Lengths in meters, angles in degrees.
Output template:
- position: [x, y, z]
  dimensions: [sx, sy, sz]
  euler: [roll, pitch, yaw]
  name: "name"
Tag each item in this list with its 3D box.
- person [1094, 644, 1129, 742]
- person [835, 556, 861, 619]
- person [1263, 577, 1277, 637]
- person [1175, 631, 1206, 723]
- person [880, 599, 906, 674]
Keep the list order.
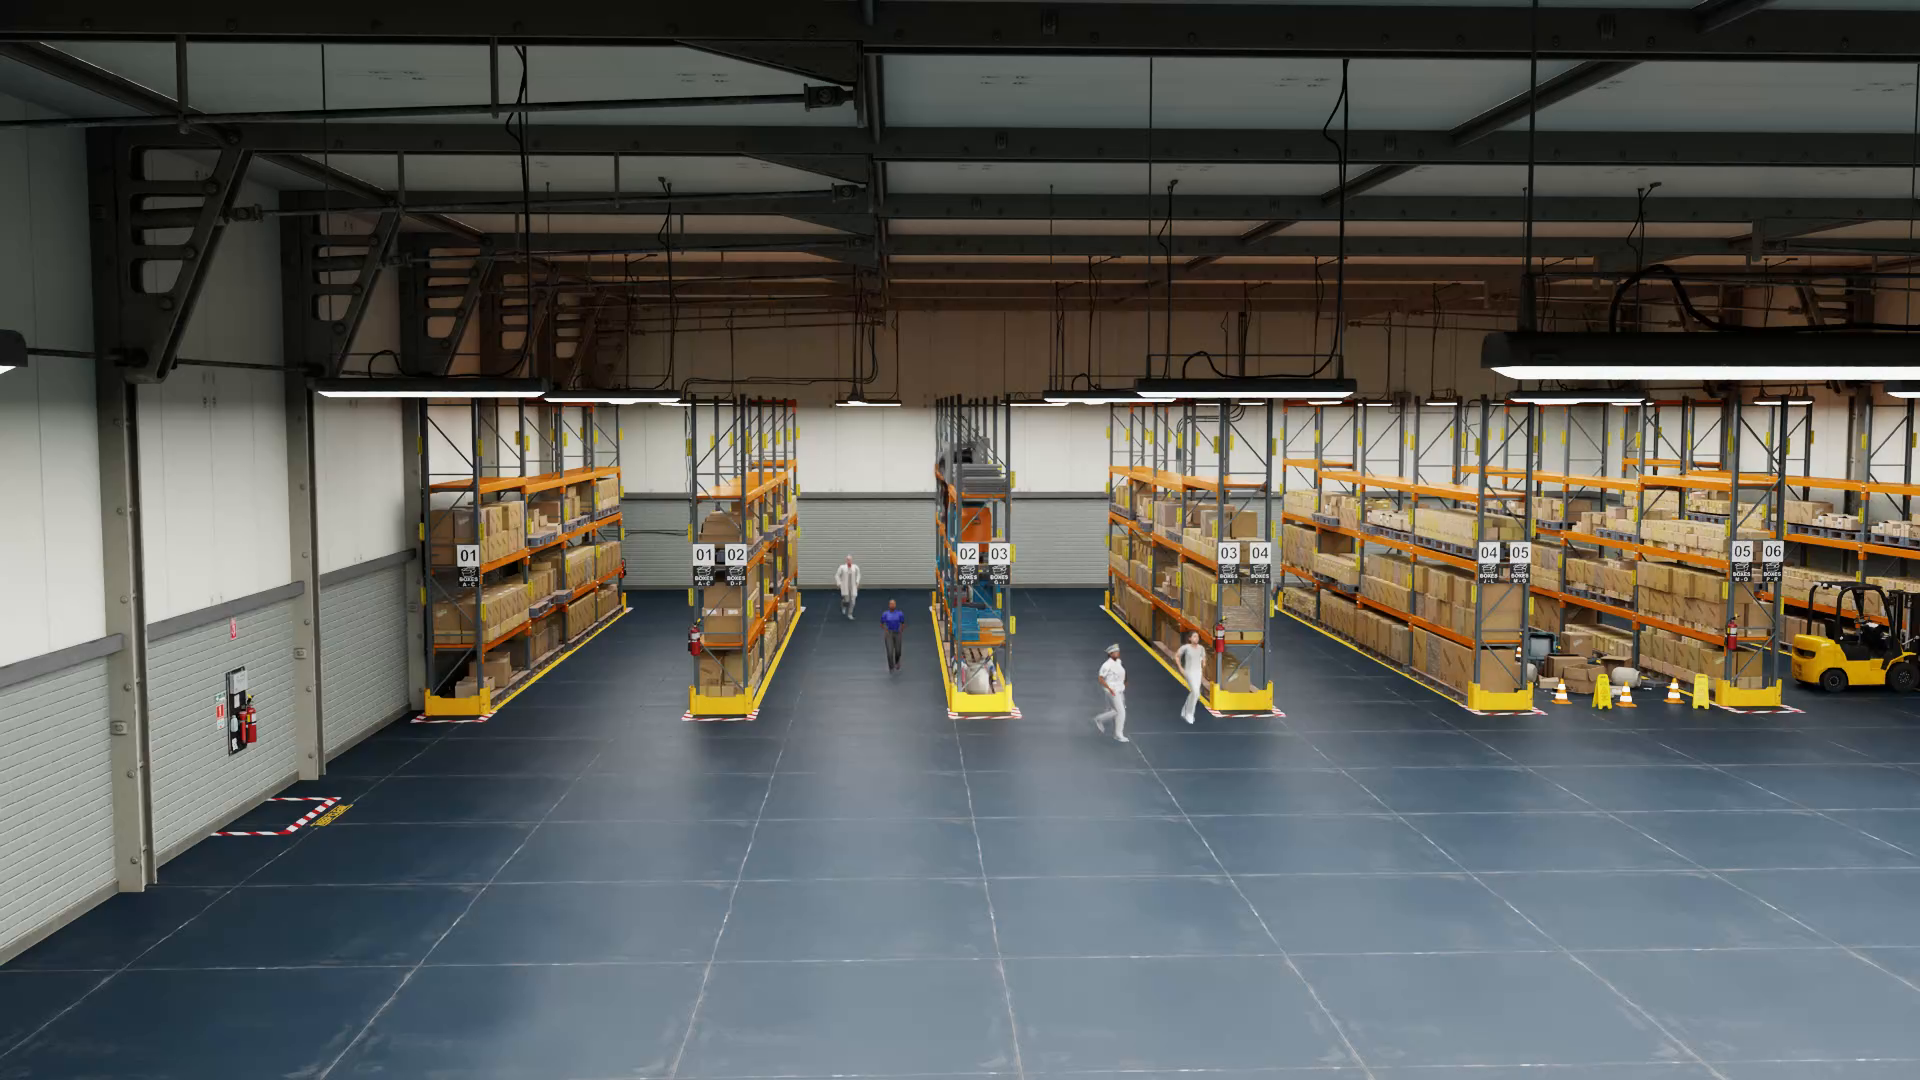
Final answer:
- position: [2.633, 2.628, 28.854]
  dimensions: [0.693, 1.692, 0.576]
  euler: [3, 6, 36]
  name: "person"
- position: [-3.049, 1.293, 45.490]
  dimensions: [0.697, 1.729, 0.673]
  euler: [-1, 5, -16]
  name: "person"
- position: [7.650, 1.549, 41.686]
  dimensions: [0.641, 1.785, 0.701]
  euler: [-1, 5, -15]
  name: "person"
- position: [4.311, 2.505, 30.607]
  dimensions: [0.557, 1.672, 0.575]
  euler: [-2, 5, -24]
  name: "person"
- position: [-1.448, 2.094, 35.957]
  dimensions: [0.571, 1.596, 0.534]
  euler: [0, 5, -4]
  name: "person"
